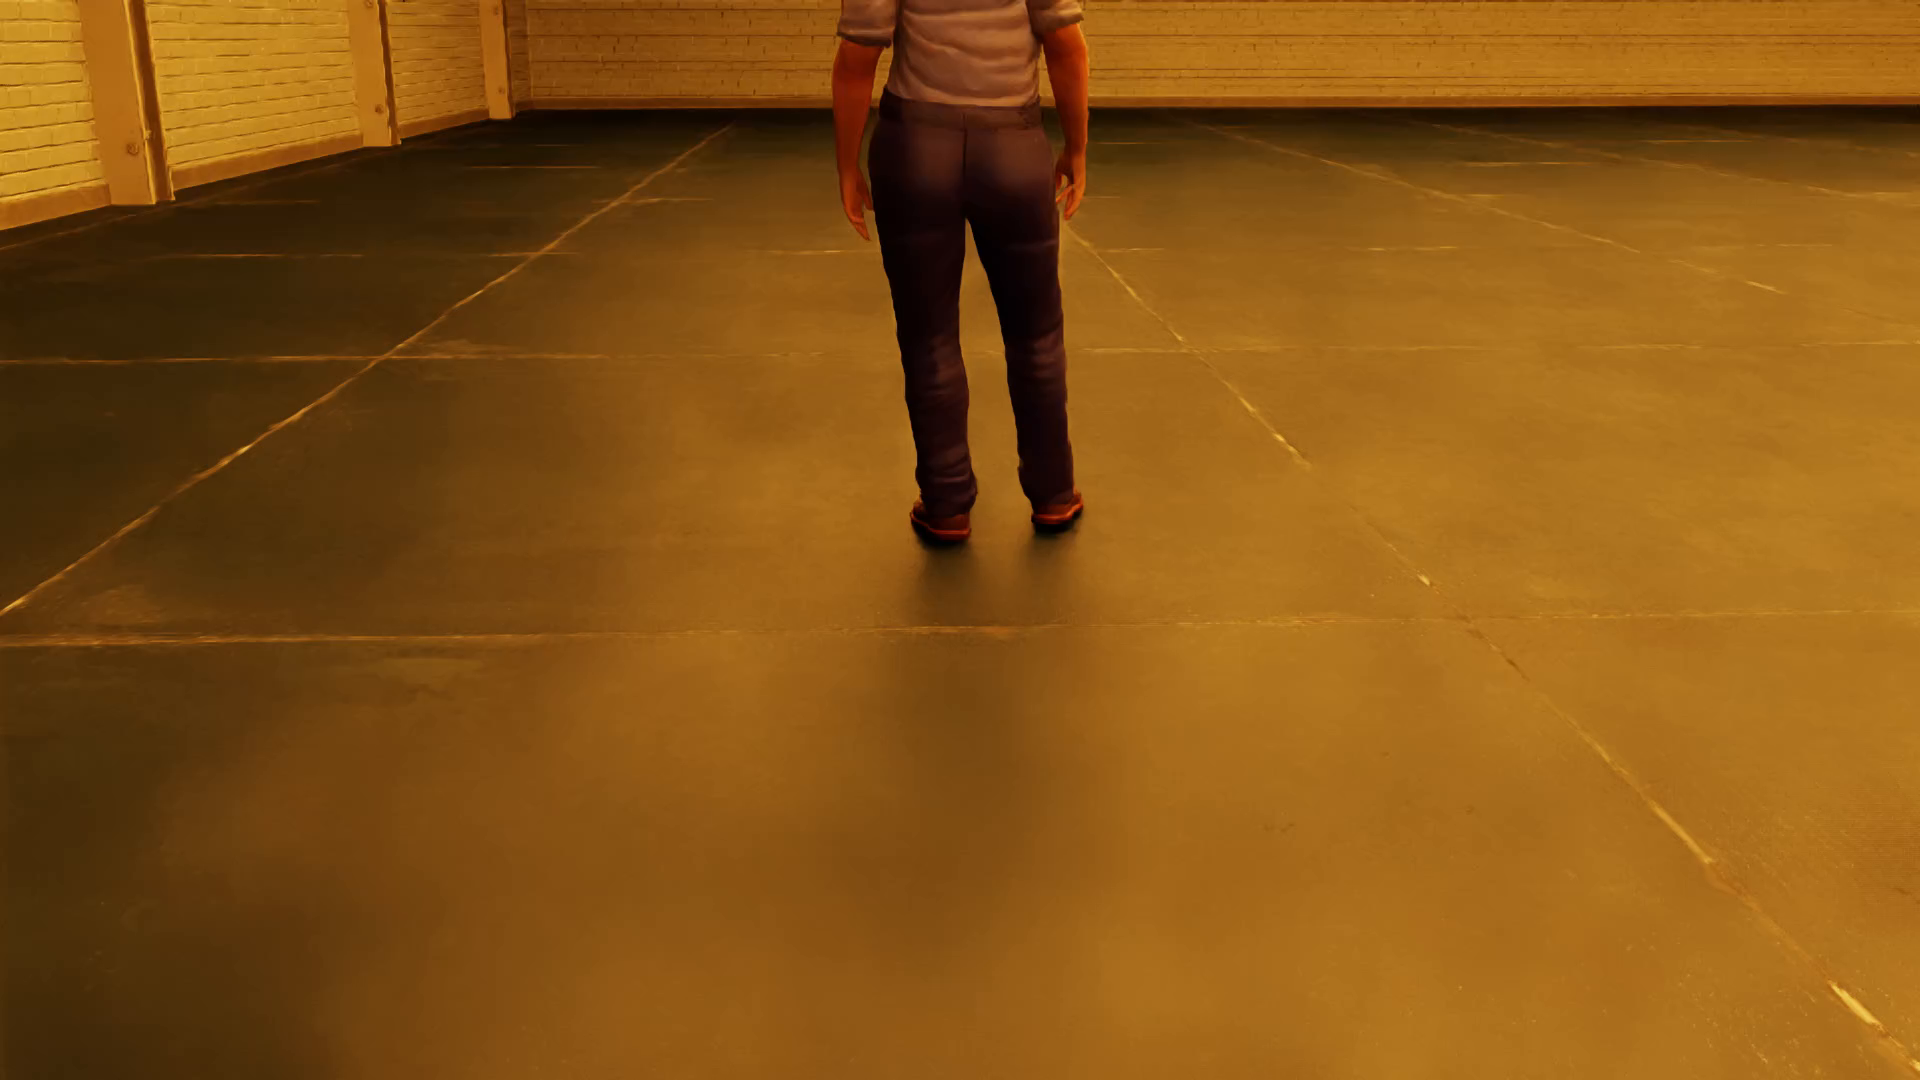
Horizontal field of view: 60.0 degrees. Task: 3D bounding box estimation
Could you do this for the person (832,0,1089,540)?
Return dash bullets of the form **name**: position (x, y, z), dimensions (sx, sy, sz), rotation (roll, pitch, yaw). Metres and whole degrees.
- **person**: position (0.018, -0.821, 3.762), dimensions (0.599, 1.650, 0.502), rotation (-1, 17, -3)
